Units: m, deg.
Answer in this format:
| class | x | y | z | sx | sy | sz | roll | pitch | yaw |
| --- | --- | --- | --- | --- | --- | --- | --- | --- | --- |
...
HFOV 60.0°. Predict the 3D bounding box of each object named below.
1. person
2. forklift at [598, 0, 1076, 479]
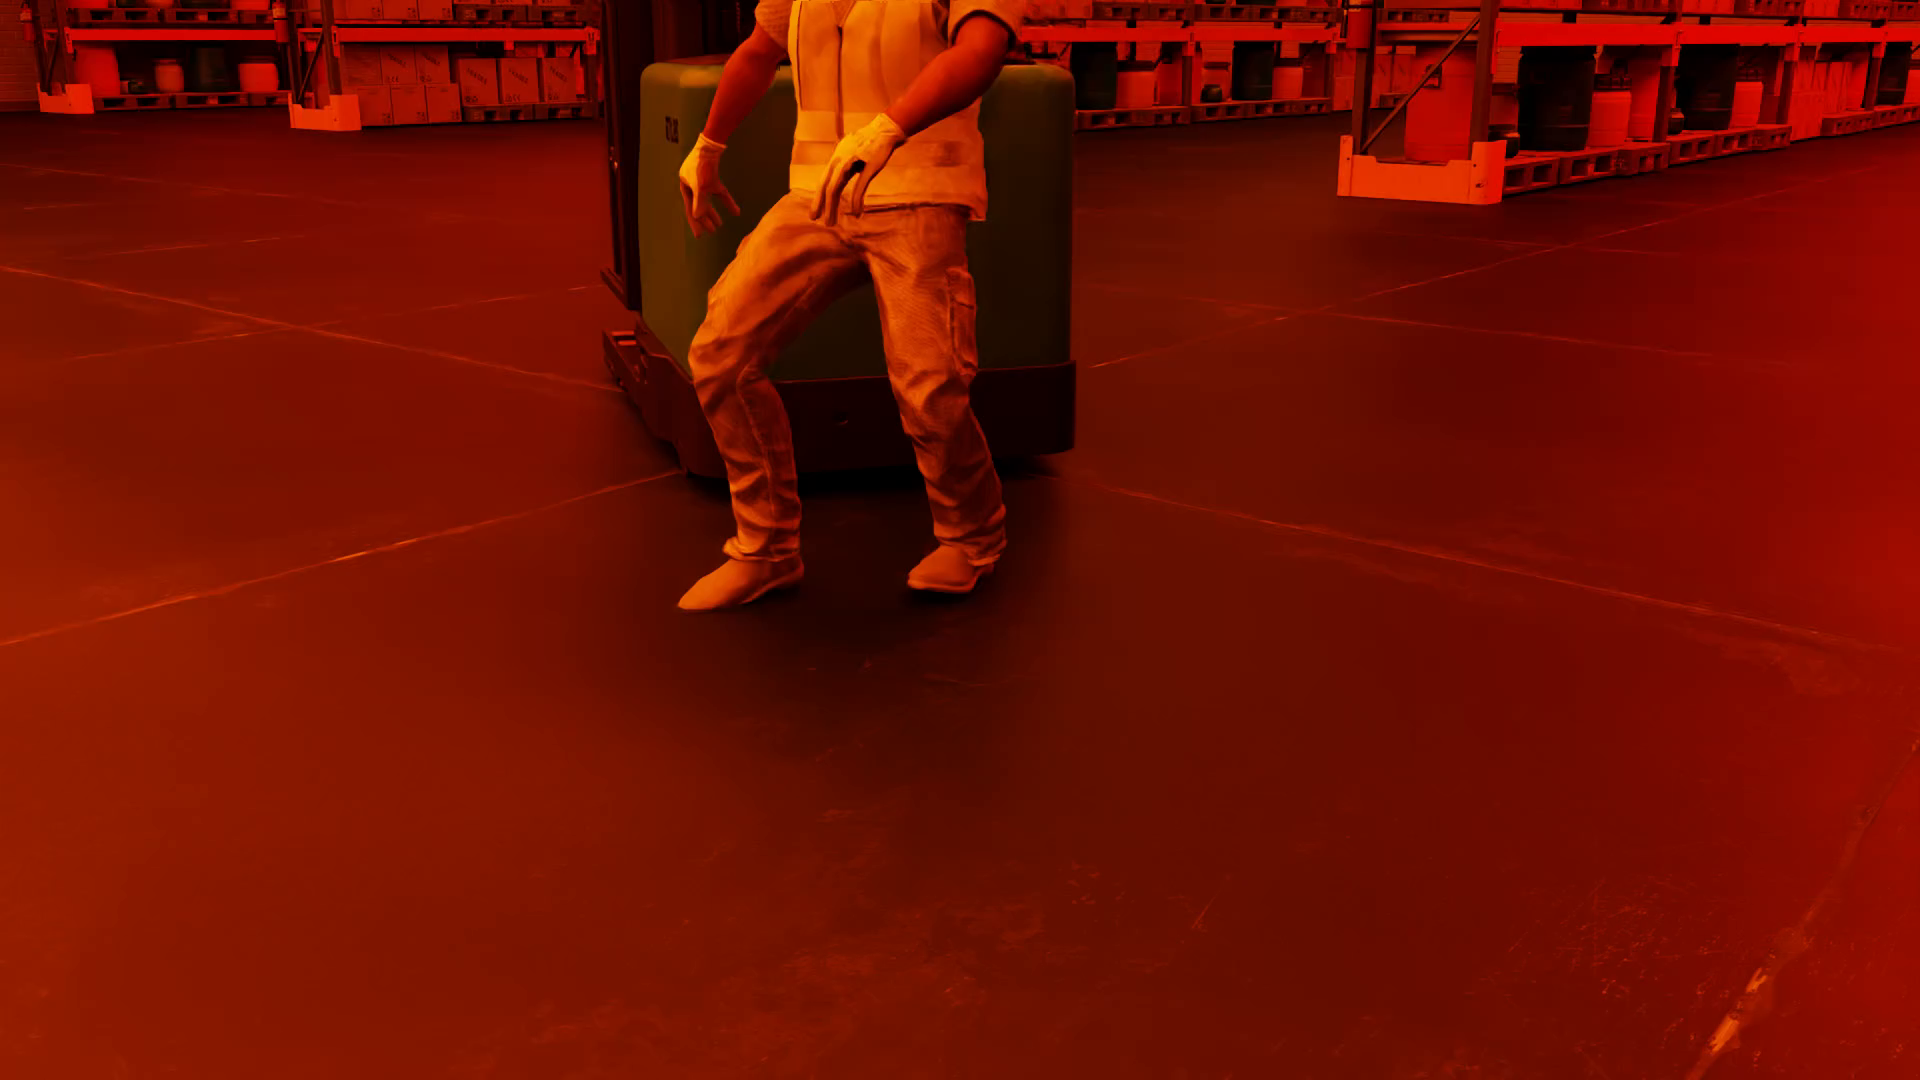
| class | x | y | z | sx | sy | sz | roll | pitch | yaw |
| --- | --- | --- | --- | --- | --- | --- | --- | --- | --- |
| person | -0.290 | -0.678 | 3.371 | 0.902 | 1.700 | 0.638 | 10 | 20 | 30 |
| forklift | -0.618 | -1.946 | 5.305 | 1.130 | 2.935 | 3.031 | -5 | 18 | -17 |
